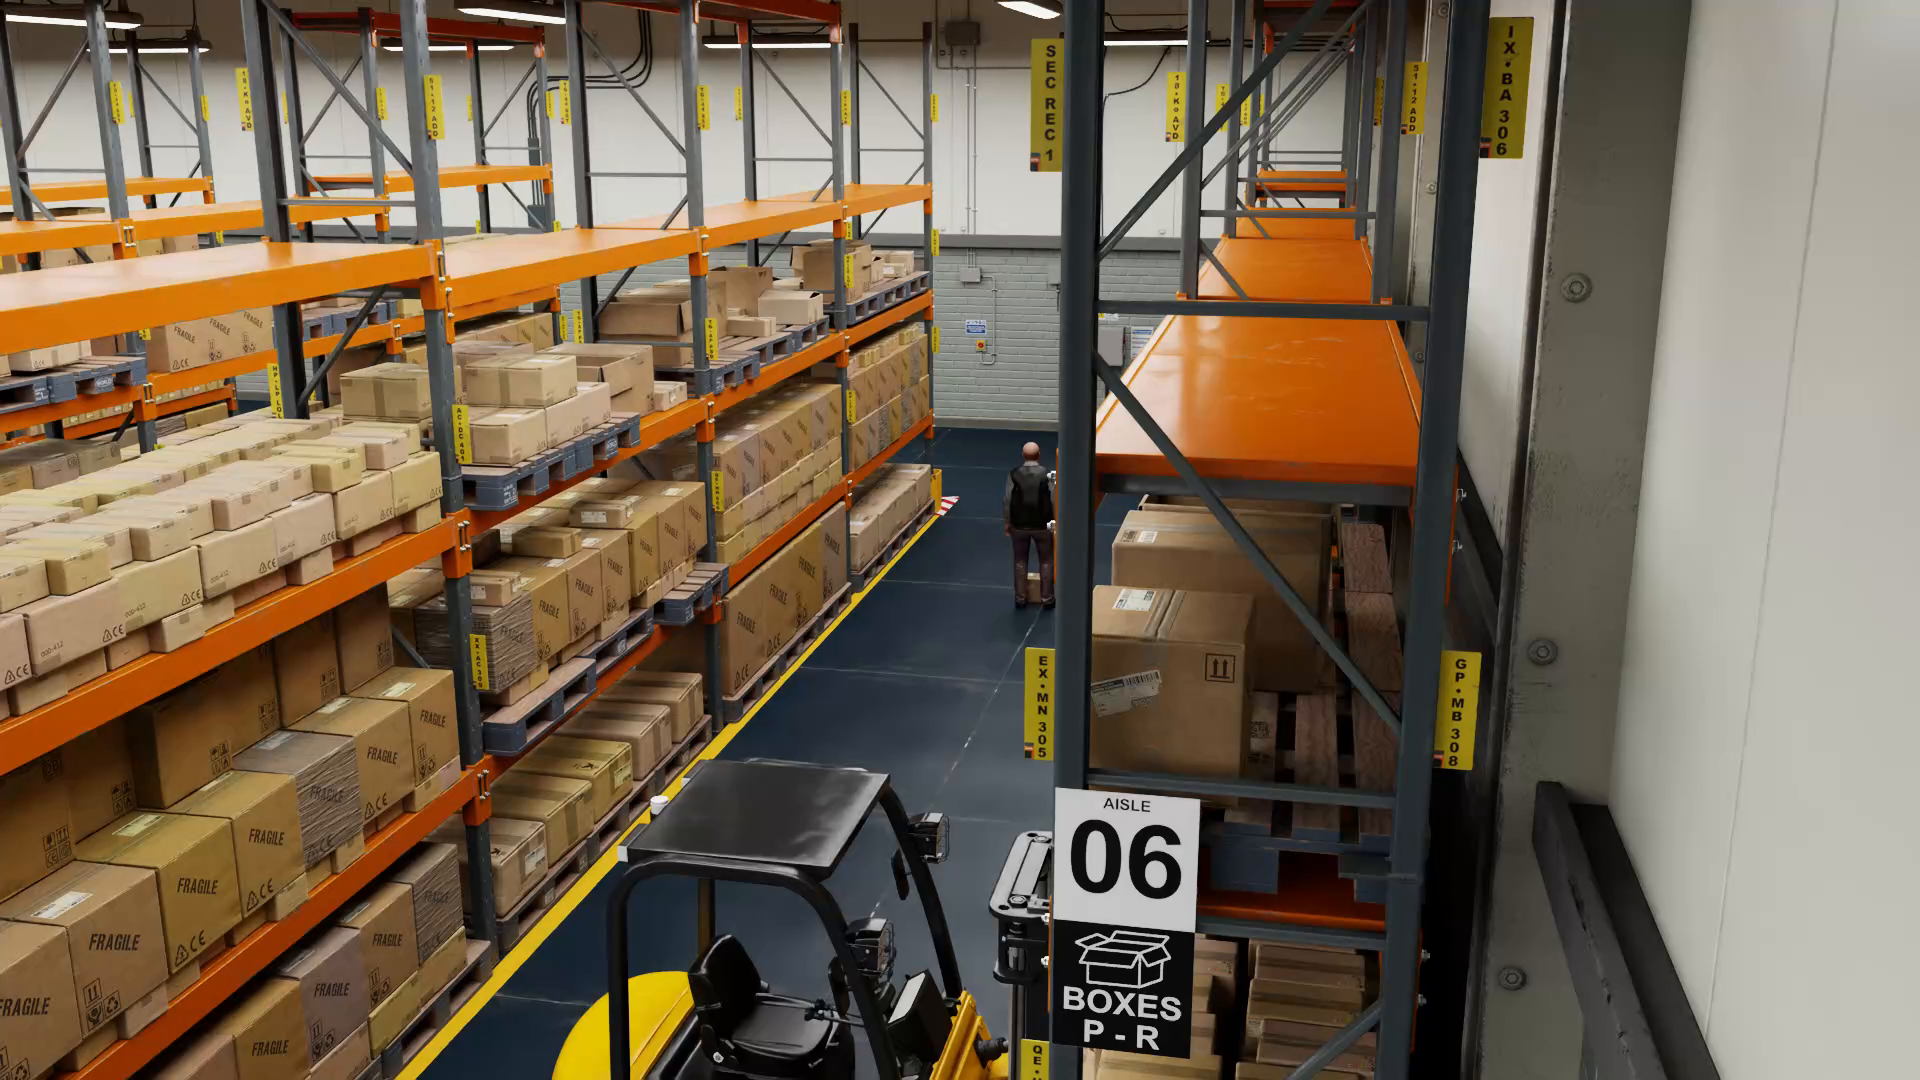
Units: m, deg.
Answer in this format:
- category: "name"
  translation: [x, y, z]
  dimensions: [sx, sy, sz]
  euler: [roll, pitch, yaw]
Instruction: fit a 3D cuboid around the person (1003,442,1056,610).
- category: "person"
  translation: [0.739, -0.146, 17.050]
  dimensions: [0.590, 1.720, 0.376]
  euler: [2, 15, 8]
